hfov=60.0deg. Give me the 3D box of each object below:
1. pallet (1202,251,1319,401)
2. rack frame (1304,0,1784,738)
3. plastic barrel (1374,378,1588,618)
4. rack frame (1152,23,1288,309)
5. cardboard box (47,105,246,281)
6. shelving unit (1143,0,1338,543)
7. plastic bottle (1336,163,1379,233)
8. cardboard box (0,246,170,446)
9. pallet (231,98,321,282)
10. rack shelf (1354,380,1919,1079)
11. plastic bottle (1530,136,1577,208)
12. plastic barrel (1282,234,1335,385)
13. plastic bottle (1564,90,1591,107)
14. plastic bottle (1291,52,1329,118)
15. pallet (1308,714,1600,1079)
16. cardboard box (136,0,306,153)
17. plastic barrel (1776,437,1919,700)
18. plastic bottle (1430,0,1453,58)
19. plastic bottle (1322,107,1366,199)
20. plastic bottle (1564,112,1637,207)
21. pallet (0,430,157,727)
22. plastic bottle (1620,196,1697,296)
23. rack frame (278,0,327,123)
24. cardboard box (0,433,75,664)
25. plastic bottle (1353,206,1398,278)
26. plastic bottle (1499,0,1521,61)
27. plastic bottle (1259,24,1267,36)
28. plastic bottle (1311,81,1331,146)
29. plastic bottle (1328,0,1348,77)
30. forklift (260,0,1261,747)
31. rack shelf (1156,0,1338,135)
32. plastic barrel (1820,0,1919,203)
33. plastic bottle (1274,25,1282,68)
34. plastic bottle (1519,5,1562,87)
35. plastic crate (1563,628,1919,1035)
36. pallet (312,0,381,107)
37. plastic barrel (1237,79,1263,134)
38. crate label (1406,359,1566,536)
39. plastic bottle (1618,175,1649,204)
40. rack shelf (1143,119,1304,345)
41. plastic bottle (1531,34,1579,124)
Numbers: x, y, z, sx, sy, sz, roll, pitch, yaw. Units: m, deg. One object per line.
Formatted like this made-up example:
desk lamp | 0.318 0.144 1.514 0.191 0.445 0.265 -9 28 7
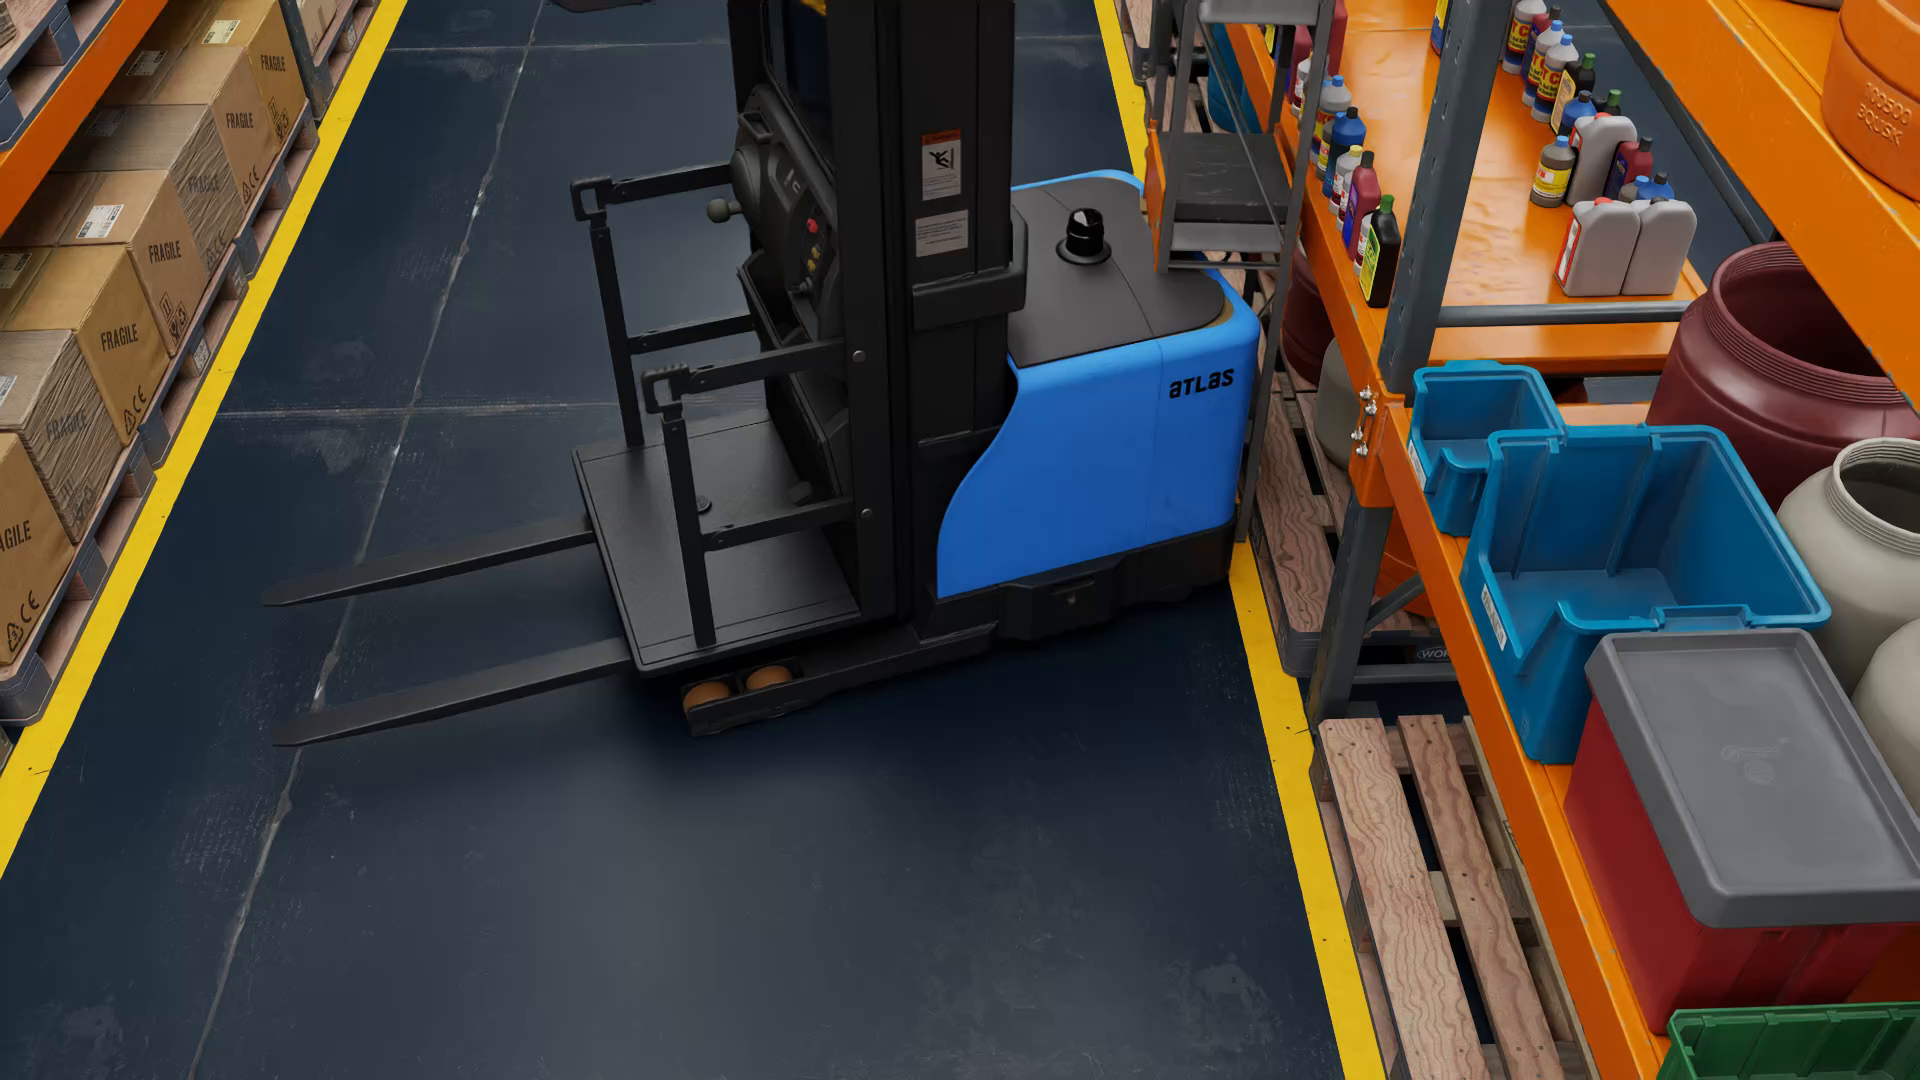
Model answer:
pallet | 1.452 -0.883 6.557 1.003 0.211 1.213 -2 43 -2
rack frame | 1.576 -0.558 4.139 1.000 3.000 0.127 -2 43 -2
plastic barrel | 1.538 -0.243 5.090 0.600 0.830 0.708 -2 43 -2
rack frame | 0.797 -1.124 5.365 0.400 2.100 0.015 1 39 0
cardboard box | -3.202 -1.362 6.541 0.500 0.500 0.500 -1 43 -1
shelving unit | 0.794 -0.972 5.174 0.431 2.100 0.503 1 39 0
plastic bottle | 1.136 -0.980 4.746 0.097 0.201 0.097 0 43 0
cardboard box | -3.151 -0.667 5.782 0.500 0.500 0.500 -2 43 -2
pallet | -3.471 -1.543 7.277 1.003 0.211 1.213 -2 43 -2
rack shelf | 1.661 1.057 2.909 1.077 0.370 4.000 -2 43 -2
plastic bottle | 1.737 -1.082 4.858 0.097 0.201 0.097 0 43 0
plastic barrel | 1.490 -0.916 6.003 0.600 0.588 0.708 -2 43 -2
plastic bottle | 1.878 -1.268 5.060 0.097 0.201 0.097 0 43 0
plastic bottle | 1.107 -1.440 5.248 0.097 0.201 0.097 0 43 0
pallet | 1.570 0.994 4.509 1.003 0.211 1.213 -2 43 -2
cardboard box | -3.236 -2.035 7.274 0.500 0.500 0.500 -2 43 -2
plastic barrel | 1.833 0.089 3.350 0.421 0.512 0.421 0 43 0
plastic bottle | 1.673 -1.790 5.520 0.144 0.351 0.185 -2 43 -2
plastic bottle | 1.128 -1.137 4.866 0.097 0.271 0.097 0 43 0
plastic bottle | 1.861 -1.126 4.850 0.152 0.276 0.135 -2 43 -2
pallet | -3.367 0.104 5.480 1.003 0.211 1.213 -2 43 -2
plastic bottle | 1.881 -0.814 4.510 0.152 0.276 0.135 -2 43 -2
rack frame | -3.543 -3.119 6.933 1.000 3.000 0.127 -2 43 -2
cardboard box | -3.107 0.025 5.027 0.500 0.500 0.500 0 43 0
plastic bottle | 1.146 -0.824 4.576 0.097 0.201 0.097 0 43 0
plastic bottle | 1.822 -1.750 5.531 0.152 0.276 0.135 -2 43 -2
plastic bottle | 1.105 -1.896 5.635 0.144 0.351 0.185 -2 43 -2
plastic bottle | 1.116 -1.309 5.105 0.097 0.201 0.097 0 43 0
plastic bottle | 1.220 -1.676 5.445 0.061 0.283 0.133 -2 43 -2
forklift | -0.669 -0.889 4.551 3.031 2.935 1.130 -14 44 -15
rack shelf | 0.808 -1.507 4.745 0.431 0.518 0.480 1 39 0
plastic barrel | 1.422 -0.820 1.887 0.600 0.830 0.708 -2 43 -2
plastic bottle | 1.119 -1.681 5.401 0.144 0.351 0.185 -2 43 -2
plastic bottle | 1.877 -1.598 5.360 0.061 0.283 0.133 -2 43 -2
plastic crate | 1.339 0.518 2.918 0.402 0.464 0.583 -2 43 -2
pallet | -3.571 -2.555 8.381 1.003 0.211 1.213 -2 43 -2
plastic barrel | 1.442 -1.794 6.729 0.600 0.901 0.708 -2 43 -2
crate label | 1.219 -0.201 3.874 0.303 0.233 0.416 -2 43 -2
plastic bottle | 1.899 -0.931 4.693 0.097 0.201 0.097 0 43 0
rack shelf | 0.793 -0.961 5.183 0.431 0.518 0.480 1 39 0
plastic bottle | 1.868 -1.449 5.207 0.097 0.271 0.097 0 43 0
